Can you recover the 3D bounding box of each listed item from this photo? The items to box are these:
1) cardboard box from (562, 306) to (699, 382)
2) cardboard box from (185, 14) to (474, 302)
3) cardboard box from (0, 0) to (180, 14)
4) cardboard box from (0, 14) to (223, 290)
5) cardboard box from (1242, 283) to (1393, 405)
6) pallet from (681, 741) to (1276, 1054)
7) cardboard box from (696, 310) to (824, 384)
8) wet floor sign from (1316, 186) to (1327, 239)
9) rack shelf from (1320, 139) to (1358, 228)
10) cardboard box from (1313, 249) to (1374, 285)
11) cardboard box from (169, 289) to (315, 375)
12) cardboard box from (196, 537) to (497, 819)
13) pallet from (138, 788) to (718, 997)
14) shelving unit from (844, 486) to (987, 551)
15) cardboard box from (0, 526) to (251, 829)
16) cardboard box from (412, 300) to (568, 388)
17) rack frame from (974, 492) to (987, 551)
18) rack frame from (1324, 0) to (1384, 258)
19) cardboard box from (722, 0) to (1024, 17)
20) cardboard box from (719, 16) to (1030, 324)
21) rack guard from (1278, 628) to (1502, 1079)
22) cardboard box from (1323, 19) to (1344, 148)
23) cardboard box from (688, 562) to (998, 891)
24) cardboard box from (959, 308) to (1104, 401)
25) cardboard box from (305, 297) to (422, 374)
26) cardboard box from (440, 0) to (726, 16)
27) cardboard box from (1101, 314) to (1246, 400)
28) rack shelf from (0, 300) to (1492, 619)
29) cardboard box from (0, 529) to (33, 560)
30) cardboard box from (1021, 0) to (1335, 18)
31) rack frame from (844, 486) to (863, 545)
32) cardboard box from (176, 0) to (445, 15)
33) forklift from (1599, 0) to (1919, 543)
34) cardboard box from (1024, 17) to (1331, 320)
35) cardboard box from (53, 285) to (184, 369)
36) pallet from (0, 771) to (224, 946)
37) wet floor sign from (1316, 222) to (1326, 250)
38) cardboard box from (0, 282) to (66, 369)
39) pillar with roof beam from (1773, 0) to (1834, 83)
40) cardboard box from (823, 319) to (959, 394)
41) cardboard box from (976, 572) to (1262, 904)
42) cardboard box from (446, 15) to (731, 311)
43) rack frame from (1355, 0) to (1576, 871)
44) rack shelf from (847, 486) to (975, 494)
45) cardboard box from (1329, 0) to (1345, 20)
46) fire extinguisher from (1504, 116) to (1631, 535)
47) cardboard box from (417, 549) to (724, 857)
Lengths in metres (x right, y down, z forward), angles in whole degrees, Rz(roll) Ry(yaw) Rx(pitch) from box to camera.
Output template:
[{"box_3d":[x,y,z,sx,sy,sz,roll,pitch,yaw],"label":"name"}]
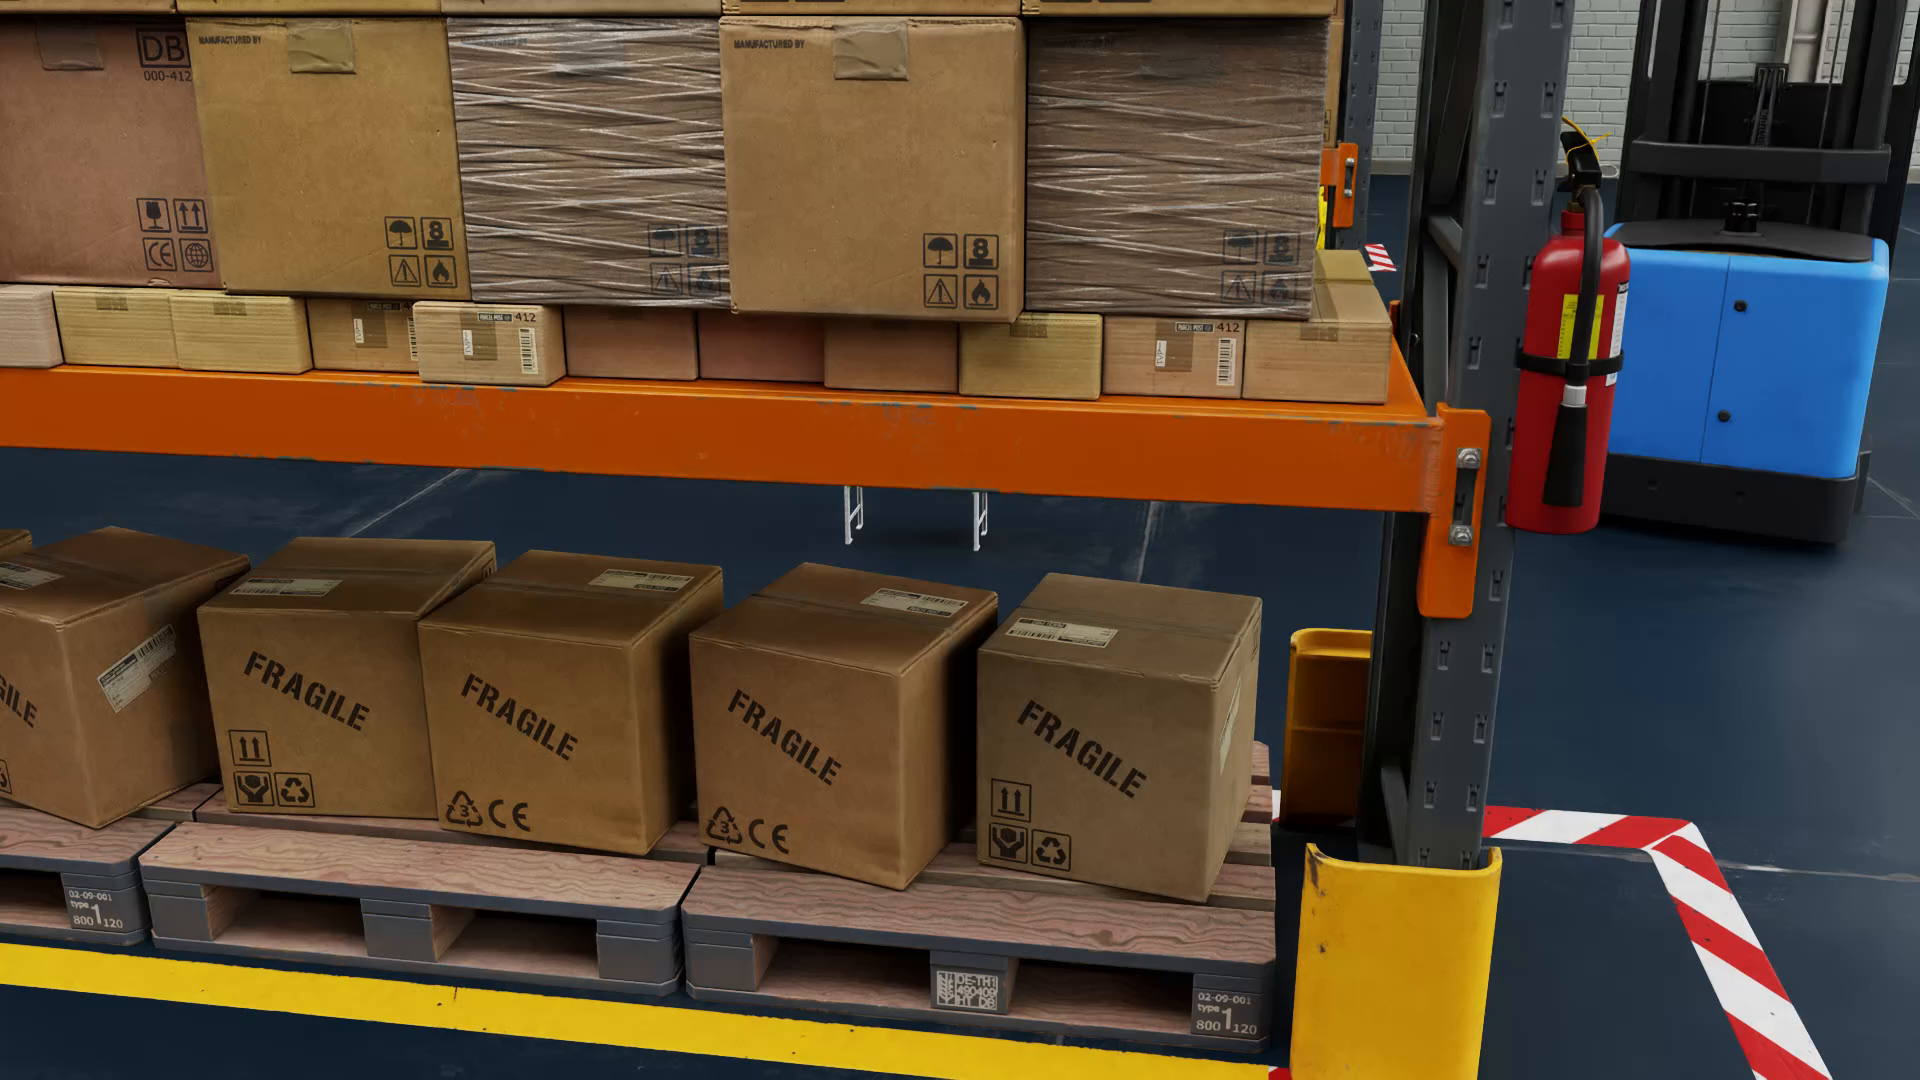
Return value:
[{"box_3d":[-0.585,-0.427,3.249,0.250,0.149,0.380,3,19,9],"label":"cardboard box"},{"box_3d":[-1.064,-0.819,3.397,0.500,0.500,0.875,3,19,9],"label":"cardboard box"},{"box_3d":[-1.592,-1.251,3.112,0.500,0.500,0.500,3,19,9],"label":"cardboard box"},{"box_3d":[-1.551,-0.857,3.511,0.500,0.500,0.875,3,19,9],"label":"cardboard box"},{"box_3d":[0.652,-0.370,3.077,0.250,0.149,0.380,3,19,9],"label":"cardboard box"},{"box_3d":[0.095,0.727,3.796,1.213,0.211,1.003,3,19,9],"label":"pallet"},{"box_3d":[-0.334,-0.422,3.233,0.250,0.149,0.380,3,19,9],"label":"cardboard box"},{"box_3d":[2.556,-2.183,11.809,0.232,0.644,0.267,10,21,27],"label":"wet floor sign"},{"box_3d":[-0.122,-1.847,8.231,4.000,0.370,1.077,3,19,9],"label":"rack shelf"},{"box_3d":[0.723,-0.509,3.493,0.250,0.149,0.380,3,19,9],"label":"cardboard box"},{"box_3d":[-1.336,-0.445,3.302,0.250,0.149,0.380,3,19,9],"label":"cardboard box"},{"box_3d":[-1.402,0.312,3.922,0.500,0.500,0.500,1,19,4],"label":"cardboard box"},{"box_3d":[-1.106,0.665,3.982,1.213,0.211,1.003,3,19,9],"label":"pallet"},{"box_3d":[-0.163,-0.577,6.138,0.503,1.200,0.258,3,19,9],"label":"shelving unit"},{"box_3d":[-2.028,0.305,3.942,0.500,0.500,0.500,9,21,26],"label":"cardboard box"},{"box_3d":[-0.846,-0.412,3.204,0.250,0.149,0.380,3,19,9],"label":"cardboard box"},{"box_3d":[0.077,-0.565,6.101,0.015,1.200,0.240,3,19,9],"label":"rack frame"},{"box_3d":[1.853,-2.088,7.816,0.127,3.000,1.000,3,19,9],"label":"rack frame"},{"box_3d":[-0.111,-1.175,2.887,0.500,0.500,0.500,3,19,9],"label":"cardboard box"},{"box_3d":[-0.085,-0.751,3.195,0.500,0.500,0.875,3,19,9],"label":"cardboard box"},{"box_3d":[0.891,0.642,3.595,0.348,0.500,1.175,3,19,9],"label":"rack guard"},{"box_3d":[1.479,-2.164,7.806,0.550,0.550,0.875,3,19,9],"label":"cardboard box"},{"box_3d":[-0.243,0.391,3.685,0.500,0.500,0.500,8,20,23],"label":"cardboard box"},{"box_3d":[0.150,-0.379,3.104,0.250,0.149,0.380,3,19,9],"label":"cardboard box"},{"box_3d":[-1.081,-0.447,3.306,0.250,0.149,0.380,3,19,9],"label":"cardboard box"},{"box_3d":[-0.604,-1.201,2.964,0.500,0.500,0.500,3,19,9],"label":"cardboard box"},{"box_3d":[0.405,-0.382,3.115,0.250,0.149,0.380,3,19,9],"label":"cardboard box"},{"box_3d":[-1.009,-0.299,3.602,4.000,0.370,1.077,3,19,9],"label":"rack shelf"},{"box_3d":[-2.595,0.278,4.021,0.500,0.500,0.500,2,19,7],"label":"cardboard box"},{"box_3d":[0.384,-1.152,2.817,0.500,0.500,0.500,3,19,9],"label":"cardboard box"},{"box_3d":[-0.404,-0.590,6.174,0.015,1.200,0.240,3,19,9],"label":"rack frame"},{"box_3d":[-1.096,-1.229,3.047,0.500,0.500,0.500,3,19,9],"label":"cardboard box"},{"box_3d":[3.446,-1.802,7.069,1.130,2.935,3.031,9,21,26],"label":"forklift"},{"box_3d":[0.427,-0.764,3.232,0.500,0.500,0.875,3,19,9],"label":"cardboard box"},{"box_3d":[-1.581,-0.461,3.350,0.250,0.149,0.380,3,19,9],"label":"cardboard box"},{"box_3d":[-2.315,0.605,4.163,1.213,0.211,1.003,3,19,9],"label":"pallet"},{"box_3d":[2.195,-1.590,10.039,0.232,0.644,0.267,0,19,-1],"label":"wet floor sign"},{"box_3d":[-1.834,-0.461,3.348,0.250,0.149,0.380,3,19,9],"label":"cardboard box"},{"box_3d":[8.018,-6.711,12.178,0.400,9.000,9.100,3,19,9],"label":"pillar with roof beam"},{"box_3d":[-0.094,-0.396,3.156,0.250,0.149,0.380,3,19,9],"label":"cardboard box"},{"box_3d":[0.352,0.410,3.627,0.500,0.500,0.500,7,20,19],"label":"cardboard box"},{"box_3d":[-0.572,-0.790,3.311,0.500,0.500,0.875,3,19,9],"label":"cardboard box"},{"box_3d":[0.966,-0.539,3.187,0.127,3.000,1.000,3,19,9],"label":"rack frame"},{"box_3d":[-0.163,-0.289,6.234,0.480,0.148,0.258,3,19,9],"label":"rack shelf"},{"box_3d":[1.492,-2.702,7.713,0.550,0.550,0.875,3,19,9],"label":"cardboard box"},{"box_3d":[1.006,-0.352,2.751,0.183,0.674,0.296,3,19,9],"label":"fire extinguisher"},{"box_3d":[-0.858,0.354,3.796,0.500,0.500,0.500,5,19,14],"label":"cardboard box"}]
